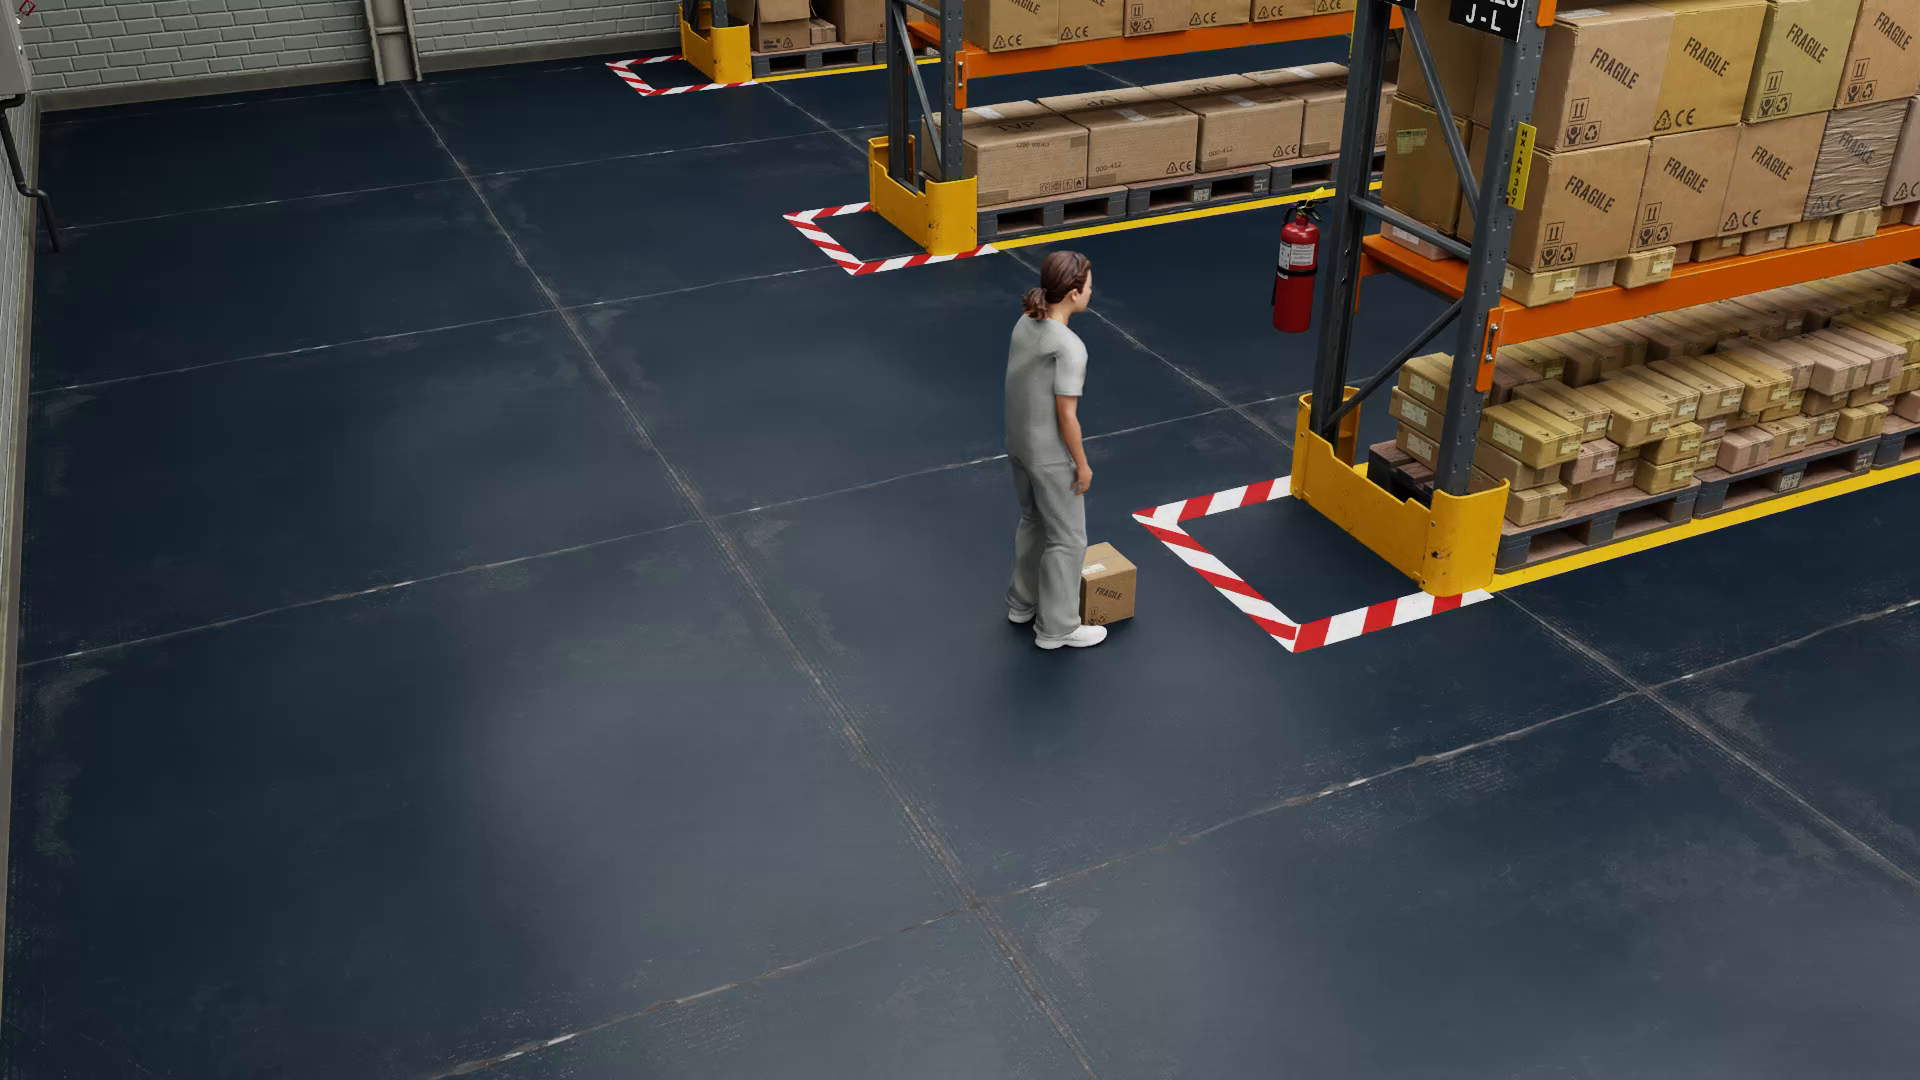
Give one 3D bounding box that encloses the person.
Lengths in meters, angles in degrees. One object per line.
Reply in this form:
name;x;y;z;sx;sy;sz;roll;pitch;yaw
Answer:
person;0.373;-0.364;6.771;0.358;1.673;0.486;-13;32;-22
